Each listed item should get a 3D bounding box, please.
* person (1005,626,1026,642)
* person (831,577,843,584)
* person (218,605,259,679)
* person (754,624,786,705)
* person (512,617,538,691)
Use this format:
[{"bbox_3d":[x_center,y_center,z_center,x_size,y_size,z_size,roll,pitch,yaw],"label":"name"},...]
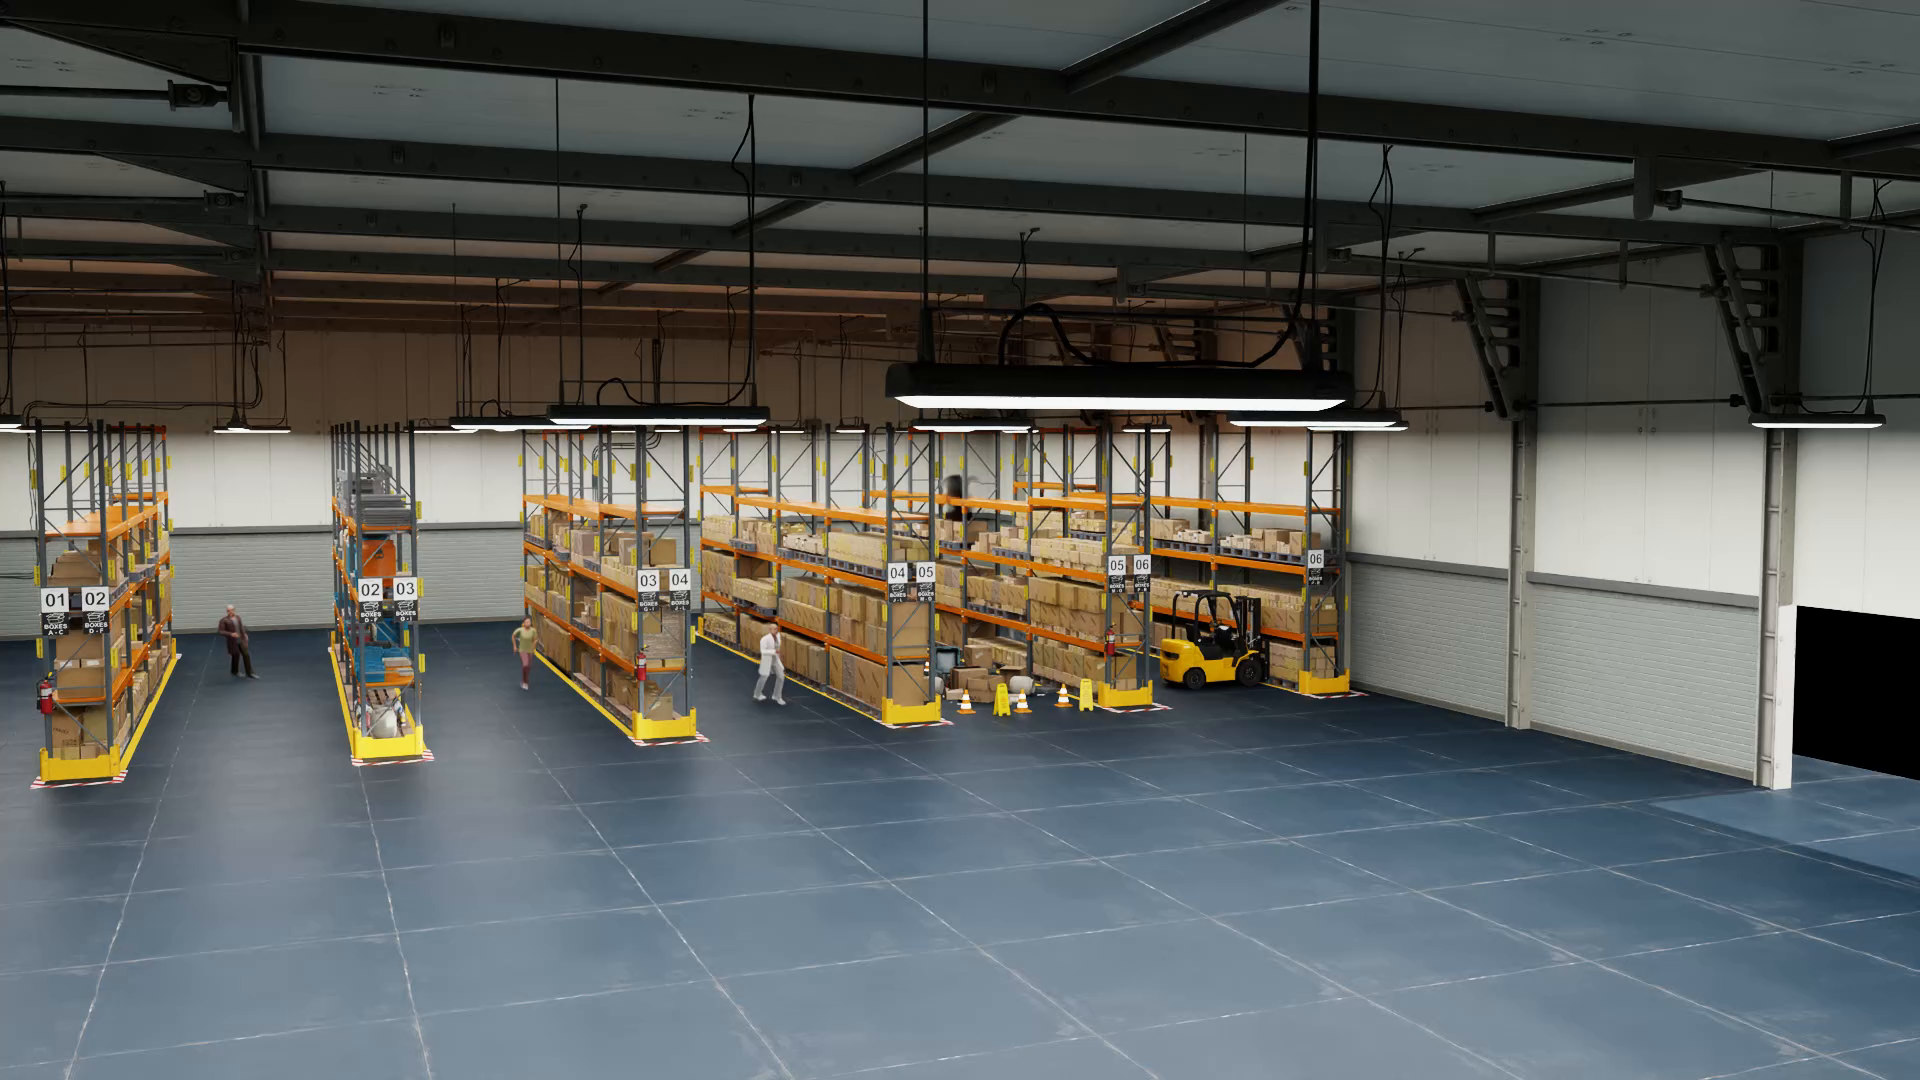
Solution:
[{"bbox_3d":[1.506,1.998,46.034,0.659,1.729,0.777,-2,4,-32],"label":"person"},{"bbox_3d":[-3.851,1.712,51.676,0.711,1.582,0.918,3,4,38],"label":"person"},{"bbox_3d":[-16.922,2.386,38.769,0.919,1.747,0.735,3,5,41],"label":"person"},{"bbox_3d":[-4.055,2.643,35.529,0.701,1.758,1.058,-3,5,-39],"label":"person"},{"bbox_3d":[-9.832,2.556,37.629,0.527,1.671,0.791,-2,4,-33],"label":"person"}]
